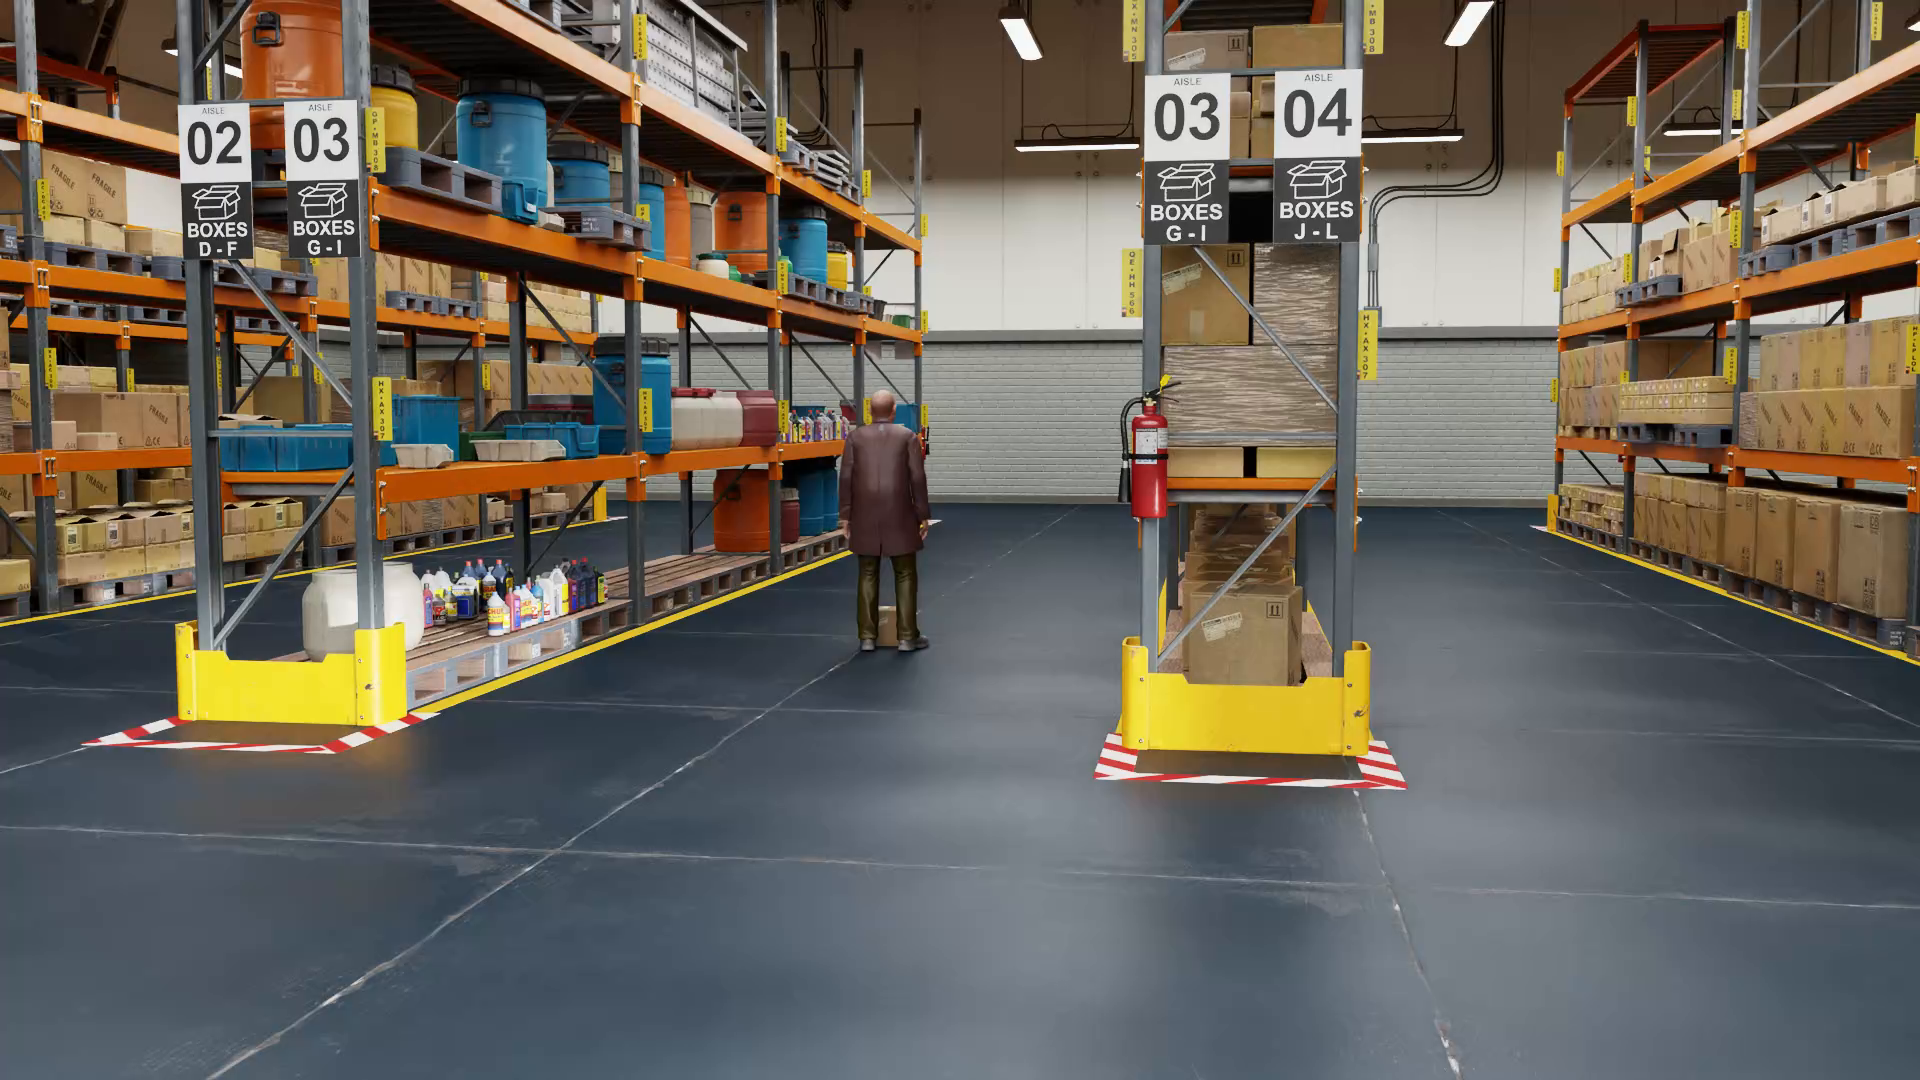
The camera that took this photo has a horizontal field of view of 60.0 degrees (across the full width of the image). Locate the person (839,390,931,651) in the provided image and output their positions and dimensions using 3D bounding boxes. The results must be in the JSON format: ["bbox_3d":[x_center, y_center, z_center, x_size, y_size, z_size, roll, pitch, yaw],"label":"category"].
[{"bbox_3d":[-0.515,-0.137,11.377,0.642,1.774,0.423,1,4,9],"label":"person"}]
